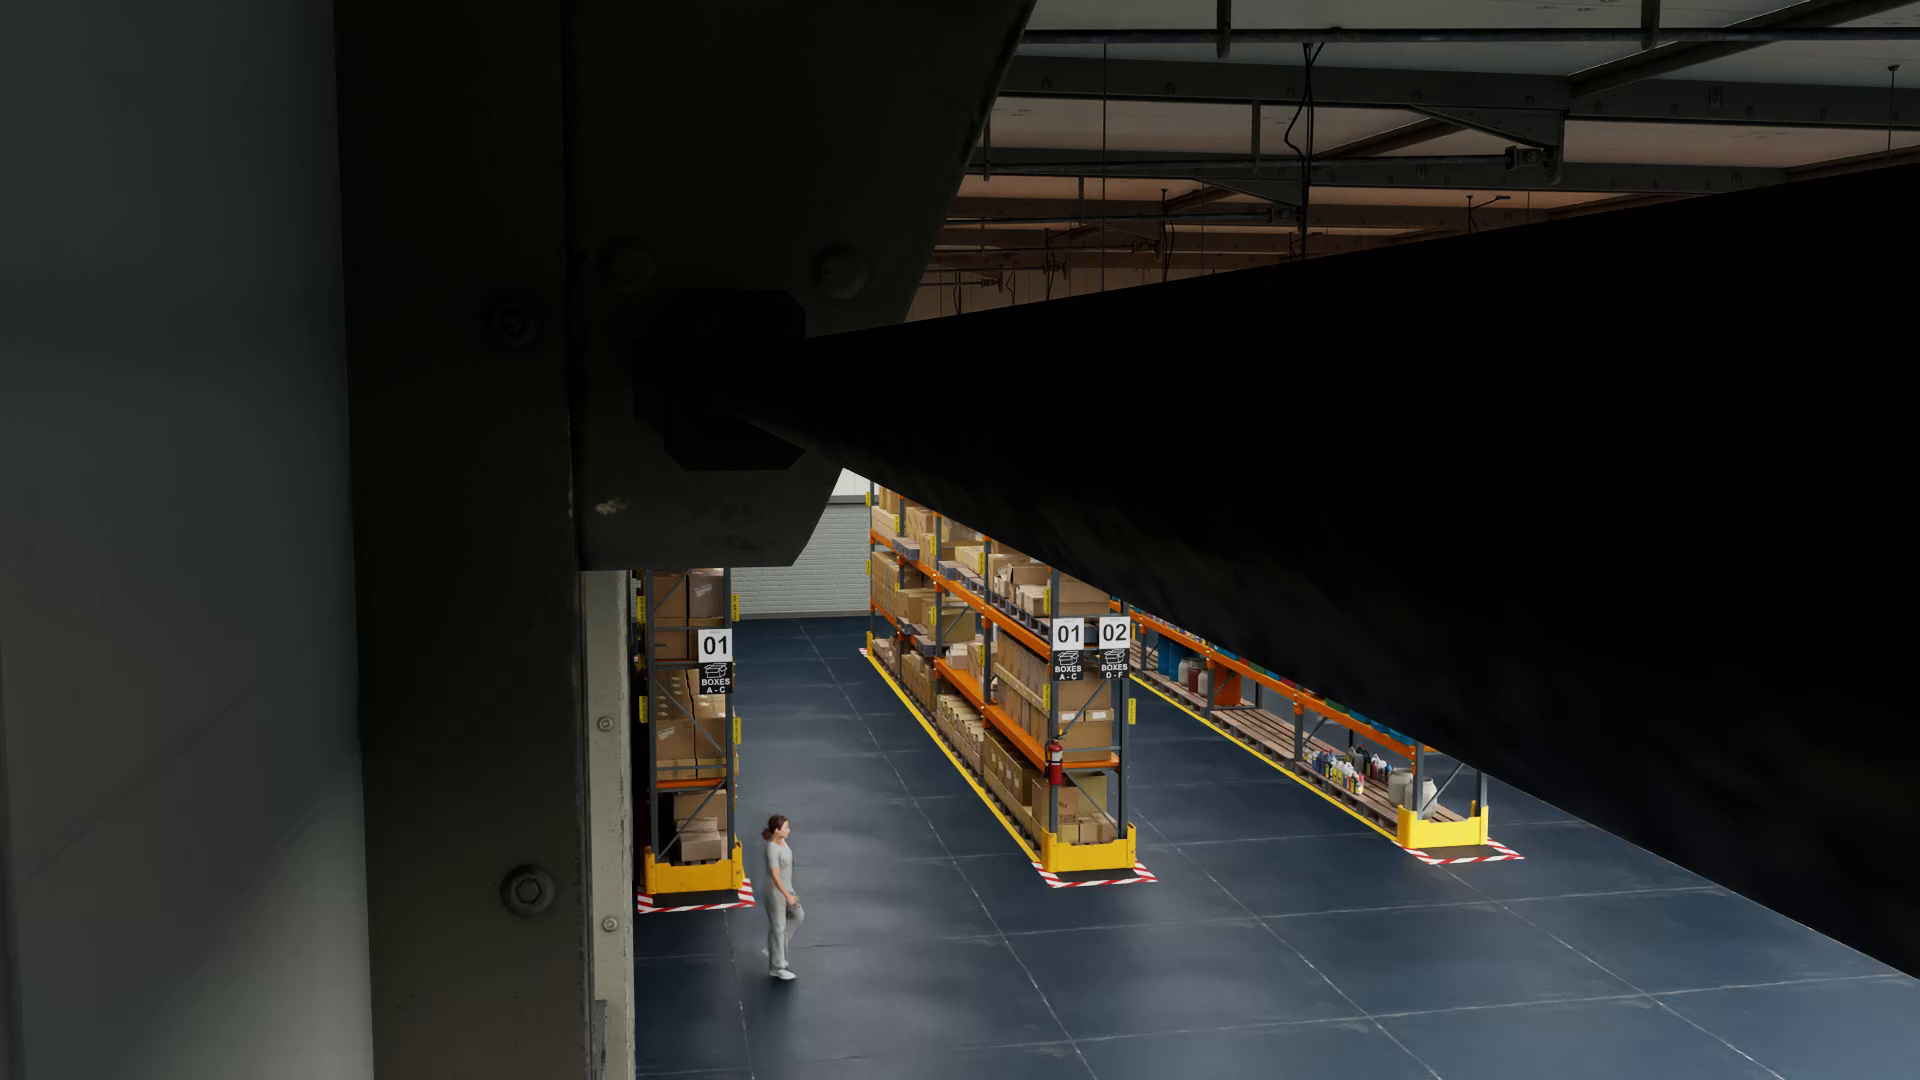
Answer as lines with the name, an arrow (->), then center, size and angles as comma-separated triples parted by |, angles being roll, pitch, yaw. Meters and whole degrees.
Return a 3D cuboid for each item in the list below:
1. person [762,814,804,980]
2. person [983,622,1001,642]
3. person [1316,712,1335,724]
person -> -1.851, 3.688, 17.341 | 0.466, 1.676, 0.537 | 1, 6, 12
person -> 0.708, 1.833, 34.604 | 0.553, 1.805, 0.589 | 2, 6, 21
person -> 6.522, 2.405, 29.617 | 0.487, 1.692, 0.411 | 6, 8, 44
